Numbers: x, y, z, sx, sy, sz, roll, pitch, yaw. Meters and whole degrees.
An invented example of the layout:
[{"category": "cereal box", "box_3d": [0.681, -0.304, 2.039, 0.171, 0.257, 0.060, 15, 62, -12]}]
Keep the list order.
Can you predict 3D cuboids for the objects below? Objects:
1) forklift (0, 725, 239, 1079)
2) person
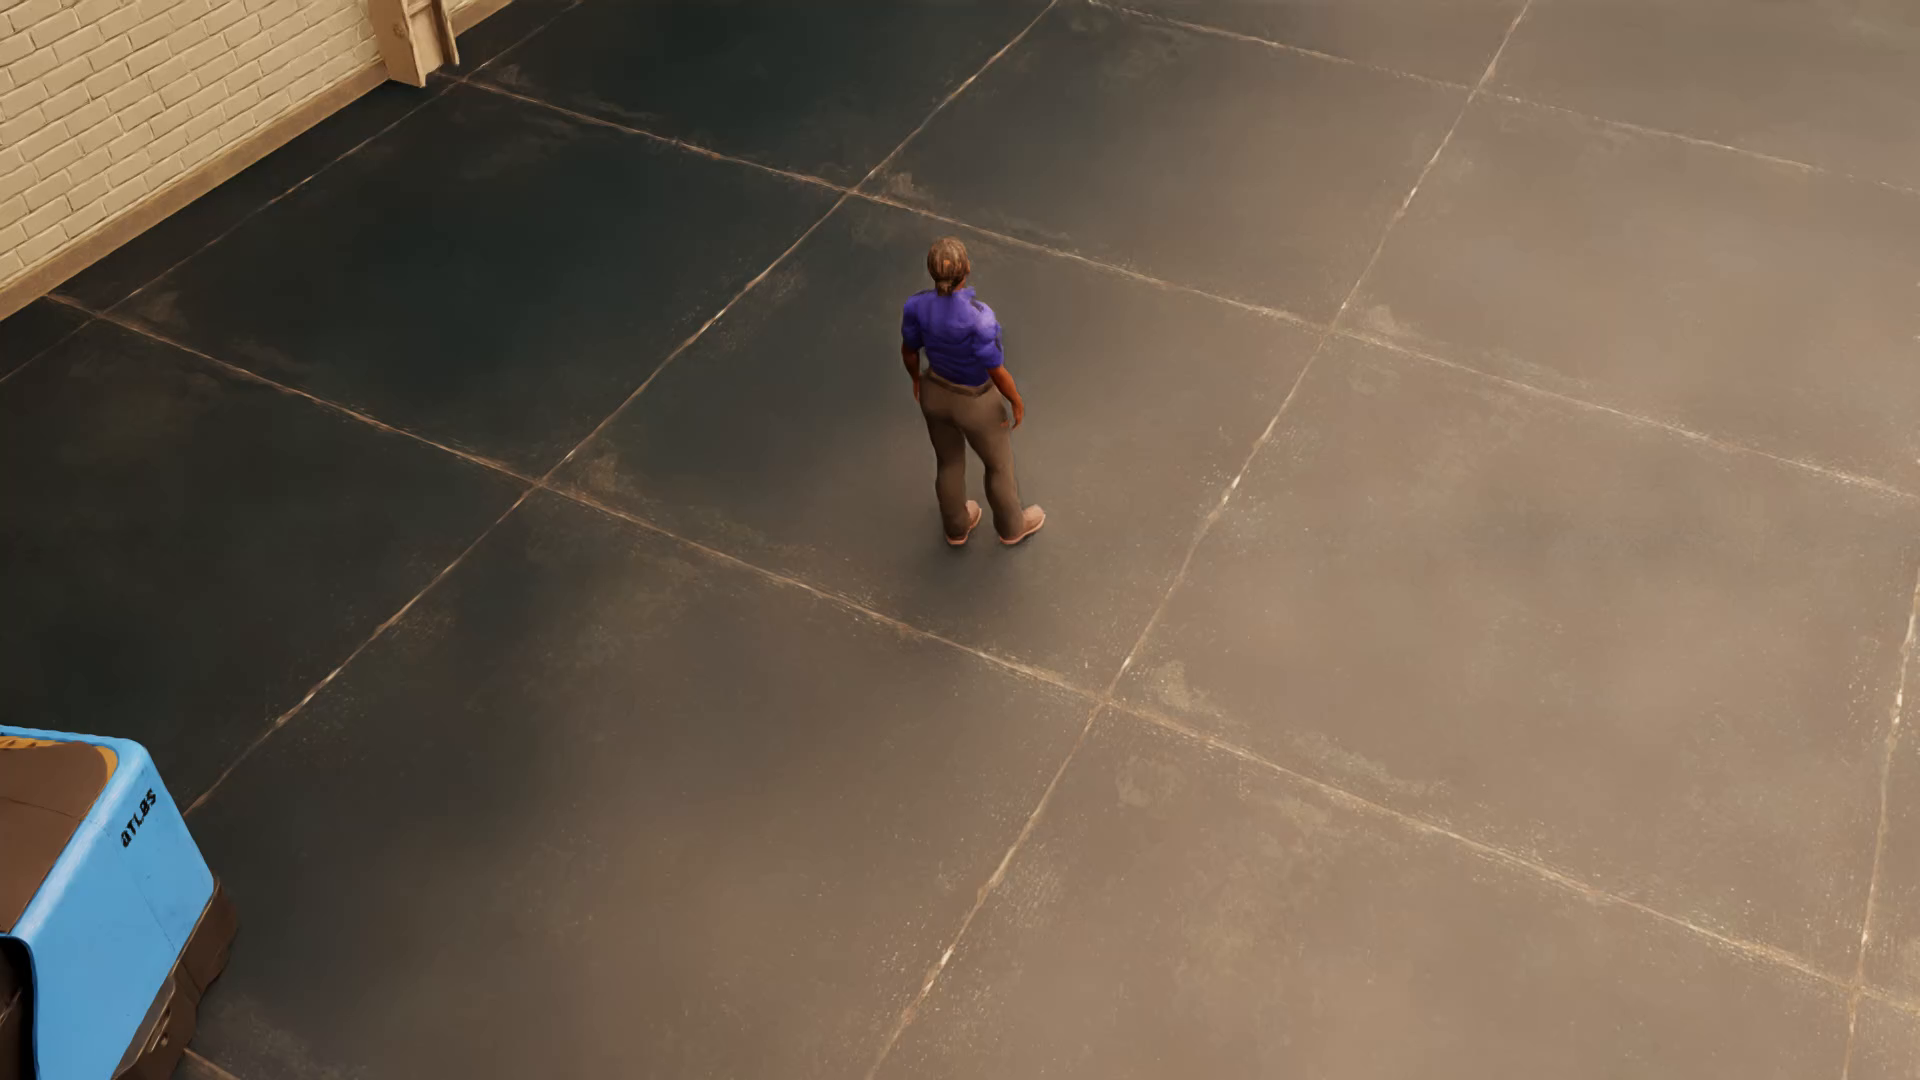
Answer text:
[{"category": "forklift", "box_3d": [-3.386, 1.340, 4.231, 1.130, 2.935, 3.031, 5, 44, 6]}, {"category": "person", "box_3d": [0.058, -0.654, 7.269, 0.570, 1.654, 0.503, 20, 47, 20]}]
